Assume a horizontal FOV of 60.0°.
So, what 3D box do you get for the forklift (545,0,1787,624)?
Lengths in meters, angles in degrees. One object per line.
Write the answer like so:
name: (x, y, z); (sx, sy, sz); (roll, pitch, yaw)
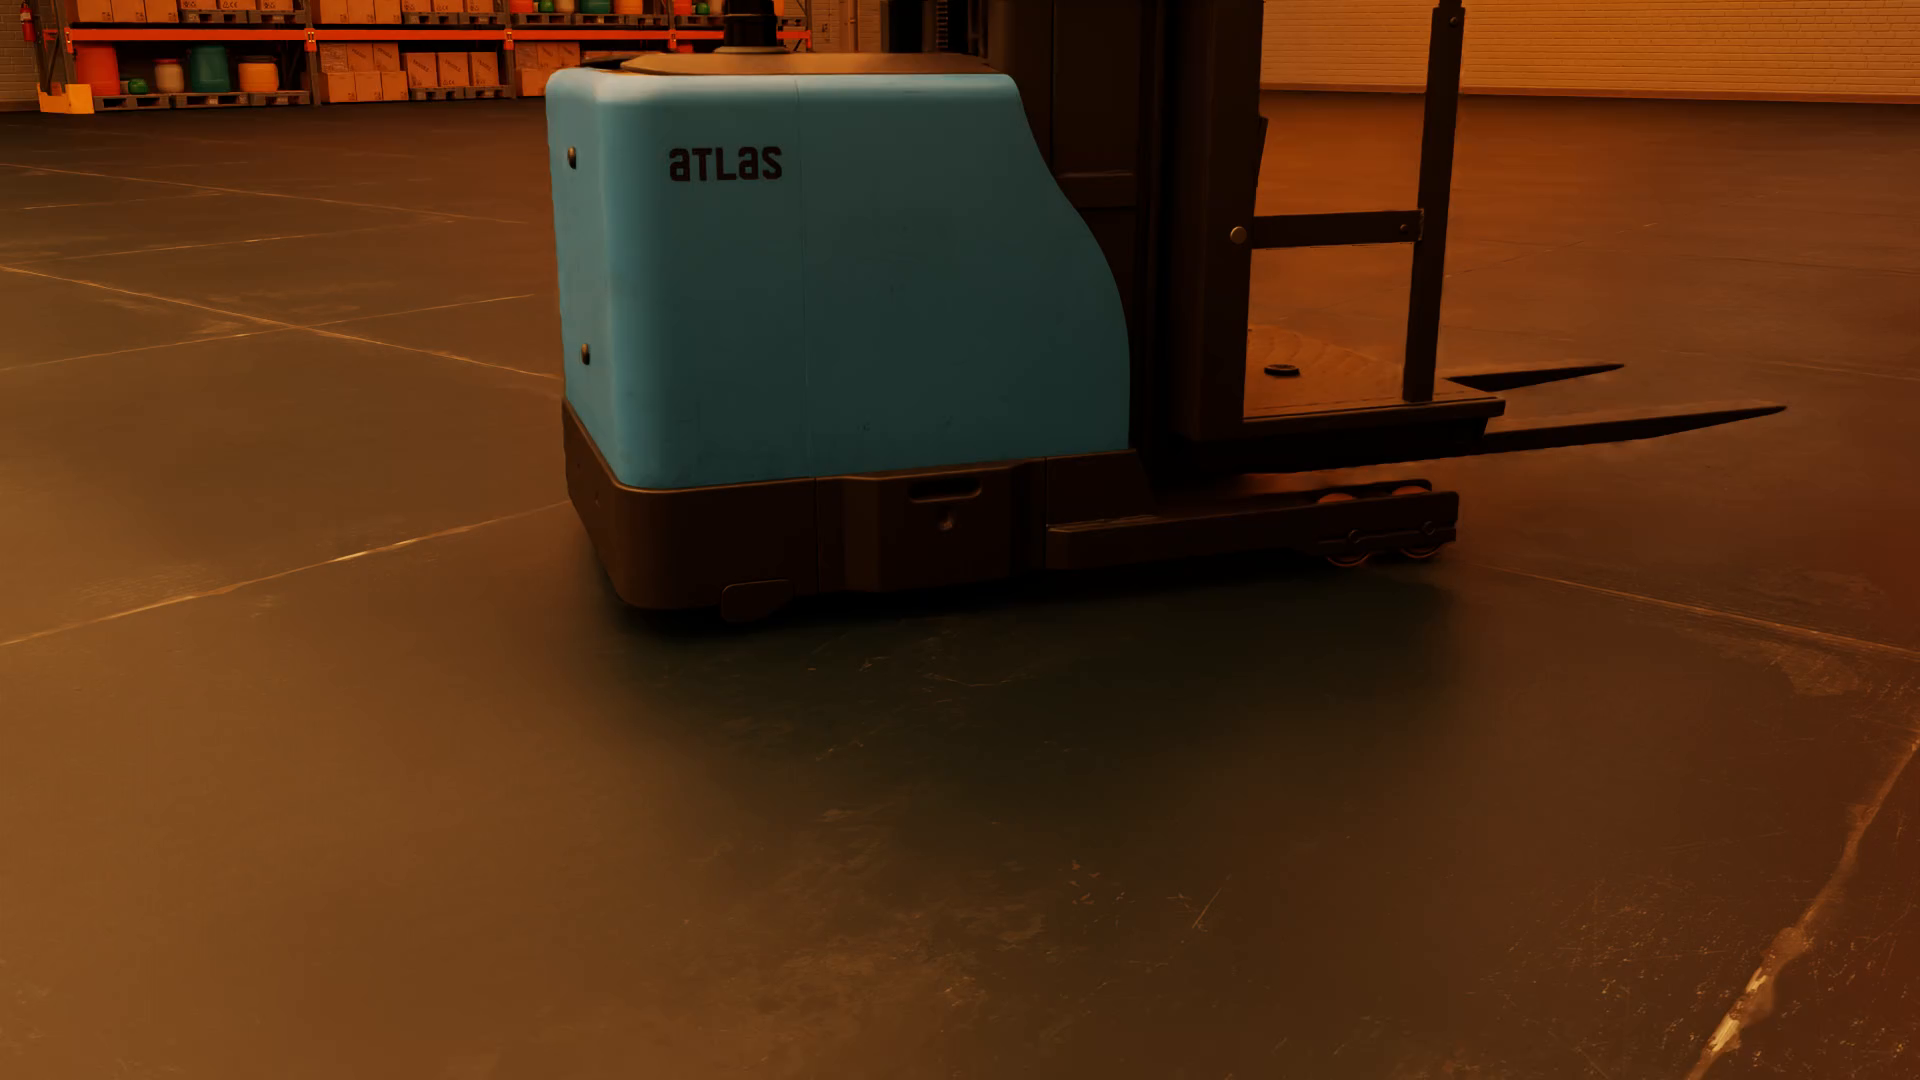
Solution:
forklift: (0.610, -1.479, 3.767); (3.031, 2.935, 1.130); (-6, 18, -19)
